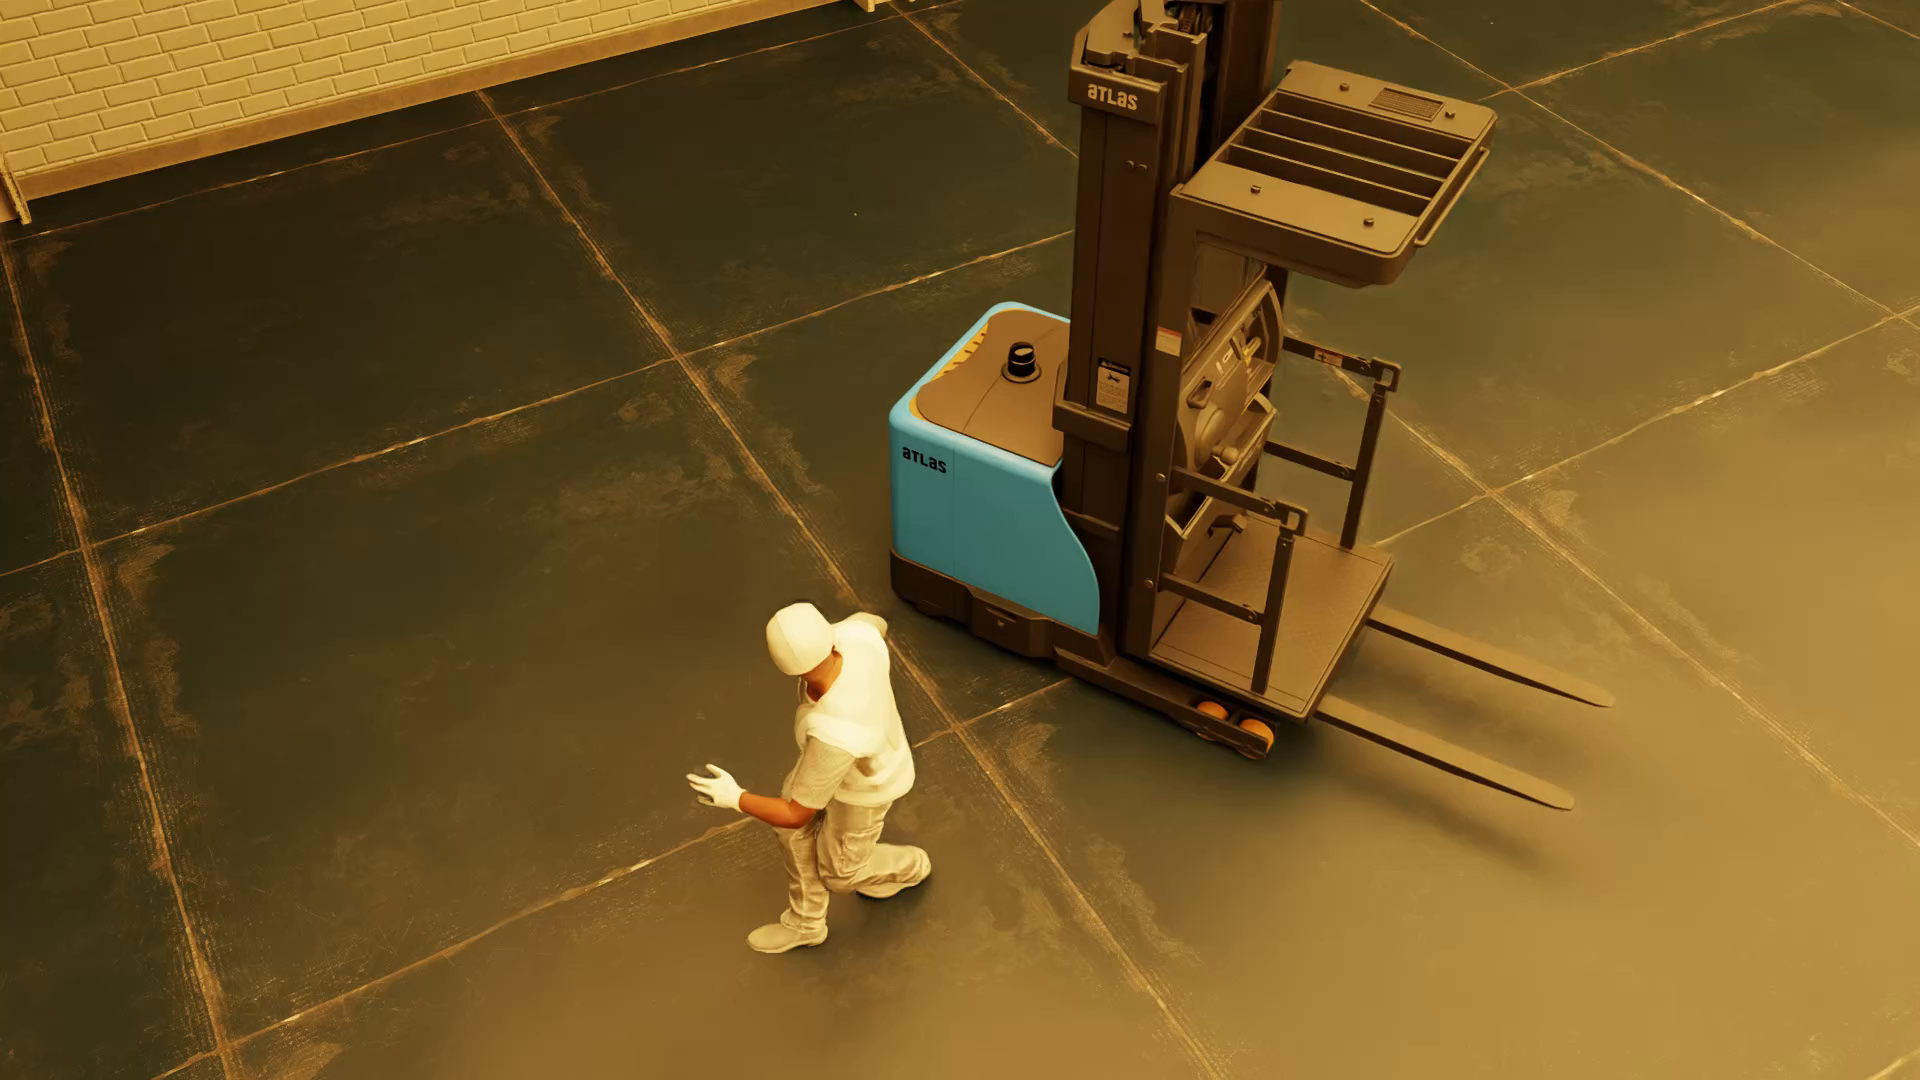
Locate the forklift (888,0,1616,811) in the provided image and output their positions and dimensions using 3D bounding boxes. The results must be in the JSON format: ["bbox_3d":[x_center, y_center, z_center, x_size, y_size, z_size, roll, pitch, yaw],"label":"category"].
[{"bbox_3d":[1.220,-0.588,6.331,3.031,2.935,1.130,22,47,22],"label":"forklift"}]

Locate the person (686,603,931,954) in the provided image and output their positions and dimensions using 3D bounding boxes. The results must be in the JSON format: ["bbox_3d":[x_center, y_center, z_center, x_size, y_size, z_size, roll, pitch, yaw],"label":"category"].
[{"bbox_3d":[-0.537,0.755,5.849,0.854,1.646,0.874,-10,44,-10],"label":"person"}]
